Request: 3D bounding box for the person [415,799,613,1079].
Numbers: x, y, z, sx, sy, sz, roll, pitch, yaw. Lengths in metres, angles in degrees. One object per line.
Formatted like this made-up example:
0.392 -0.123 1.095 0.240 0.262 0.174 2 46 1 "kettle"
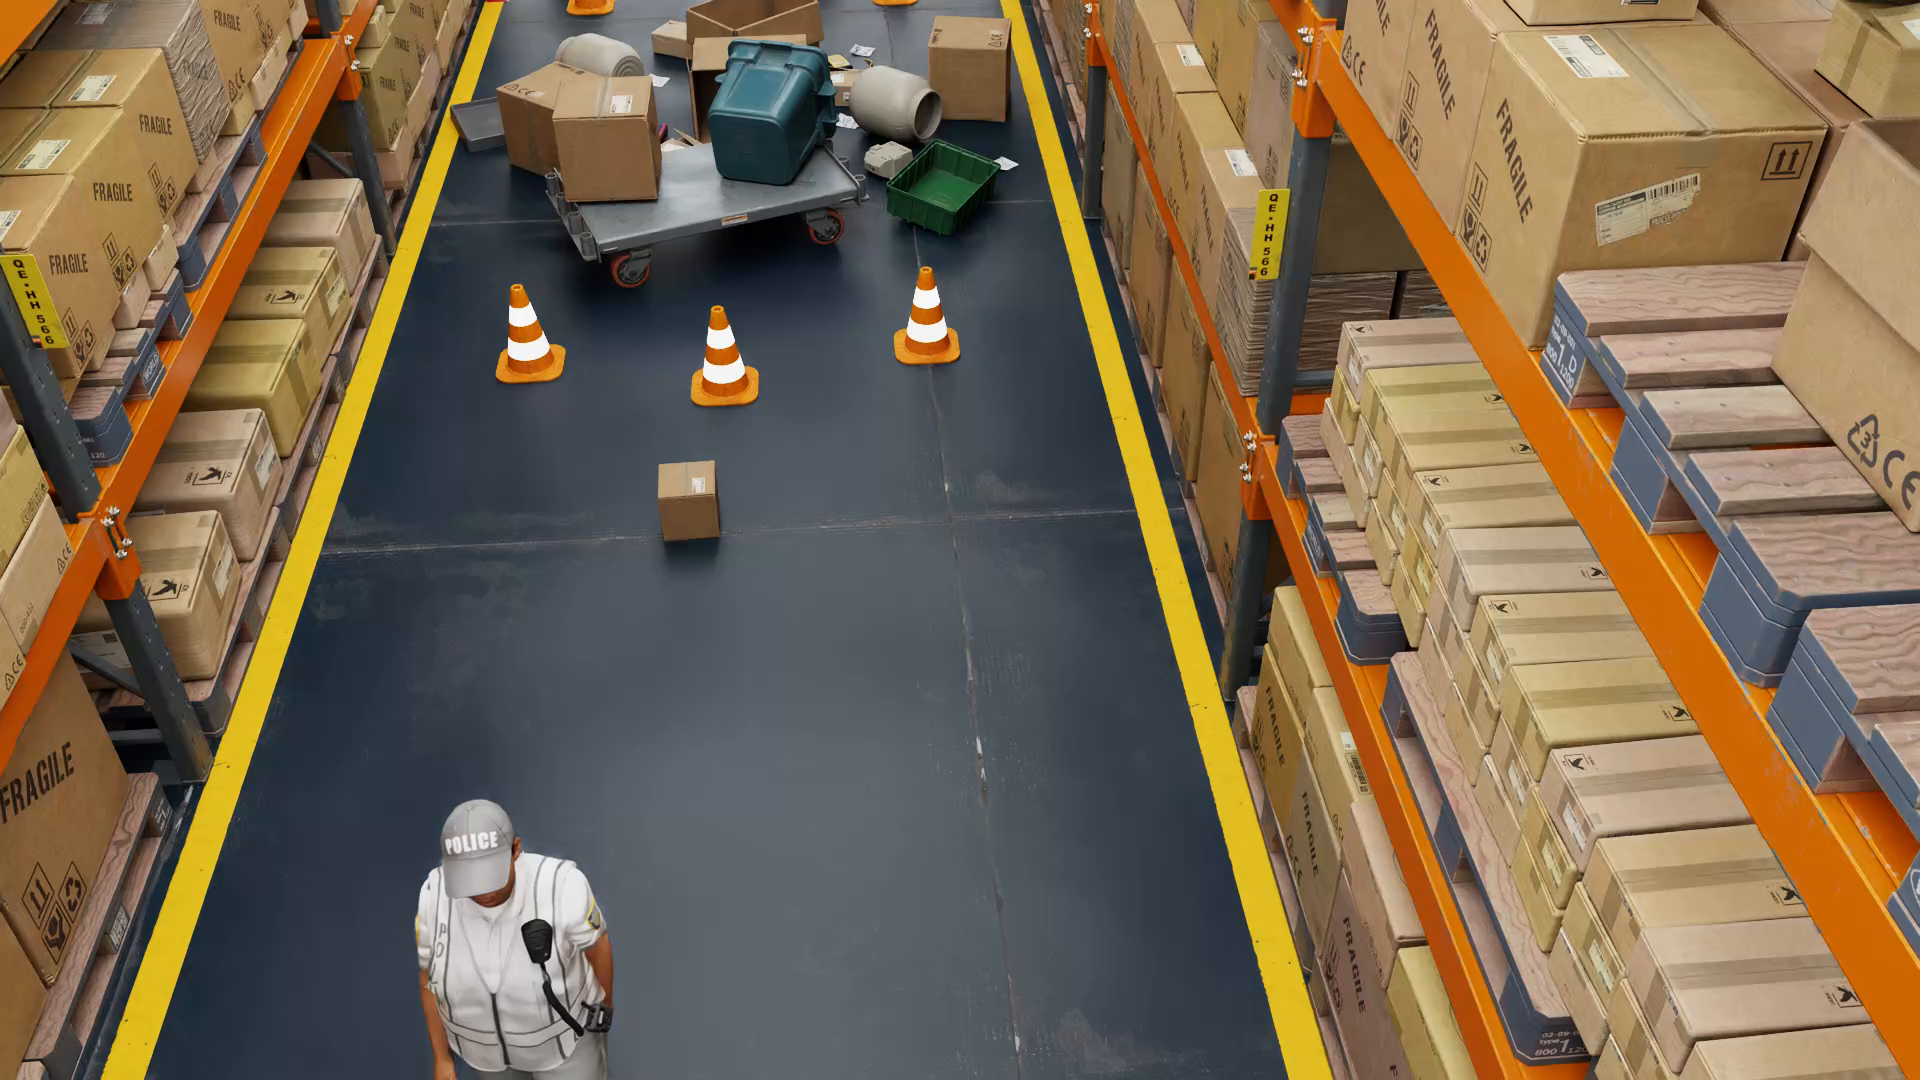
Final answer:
-1.177 1.363 4.512 0.481 1.727 0.491 1 39 2 "person"
